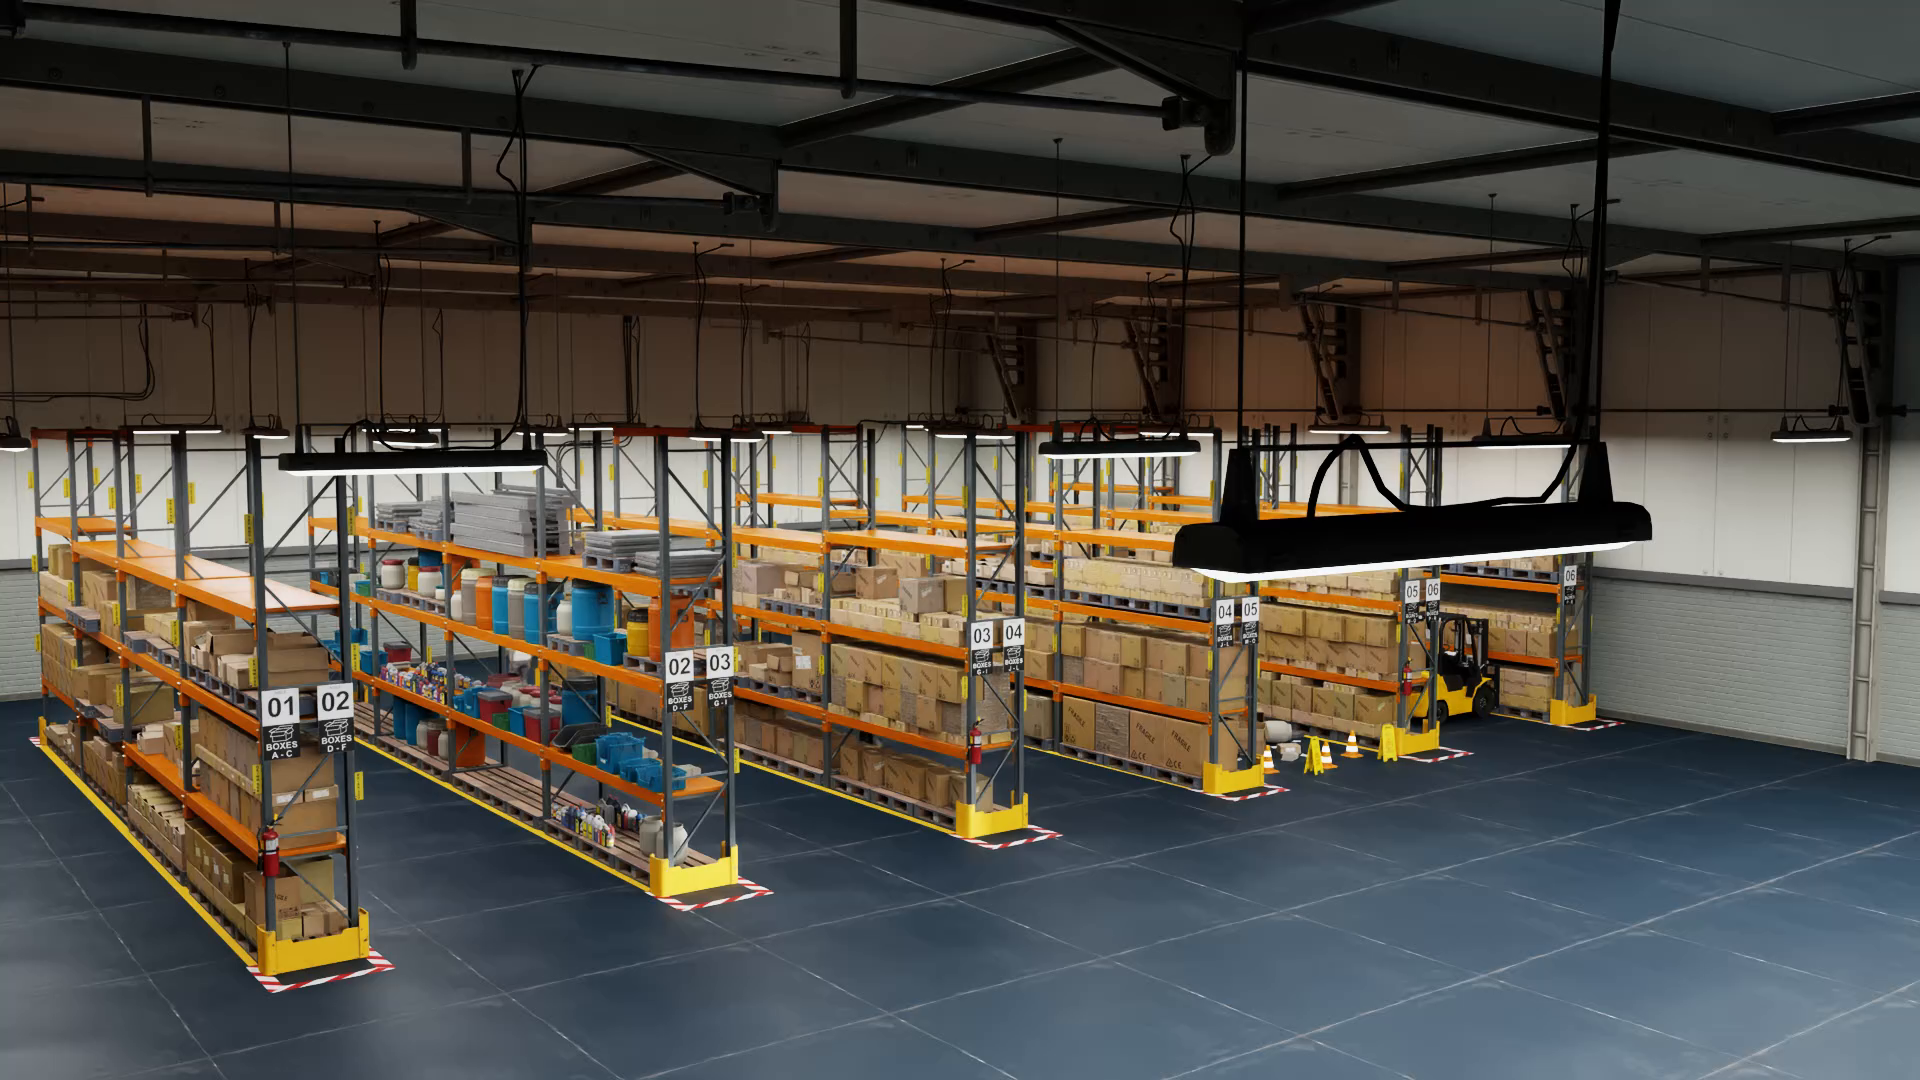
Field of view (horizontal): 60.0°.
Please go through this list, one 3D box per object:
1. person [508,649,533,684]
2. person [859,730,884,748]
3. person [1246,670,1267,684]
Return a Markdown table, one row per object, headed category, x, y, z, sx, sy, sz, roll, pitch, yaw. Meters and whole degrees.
| category | x | y | z | sx | sy | sz | roll | pitch | yaw |
| --- | --- | --- | --- | --- | --- | --- | --- | --- | --- |
| person | -9.491 | 2.616 | 35.971 | 0.570 | 1.771 | 0.449 | -4 | 6 | -38 |
| person | -1.654 | 2.996 | 31.392 | 0.732 | 1.804 | 0.609 | 3 | 5 | 30 |
| person | 6.826 | 2.509 | 38.078 | 0.701 | 1.747 | 0.552 | 4 | 6 | 40 |
